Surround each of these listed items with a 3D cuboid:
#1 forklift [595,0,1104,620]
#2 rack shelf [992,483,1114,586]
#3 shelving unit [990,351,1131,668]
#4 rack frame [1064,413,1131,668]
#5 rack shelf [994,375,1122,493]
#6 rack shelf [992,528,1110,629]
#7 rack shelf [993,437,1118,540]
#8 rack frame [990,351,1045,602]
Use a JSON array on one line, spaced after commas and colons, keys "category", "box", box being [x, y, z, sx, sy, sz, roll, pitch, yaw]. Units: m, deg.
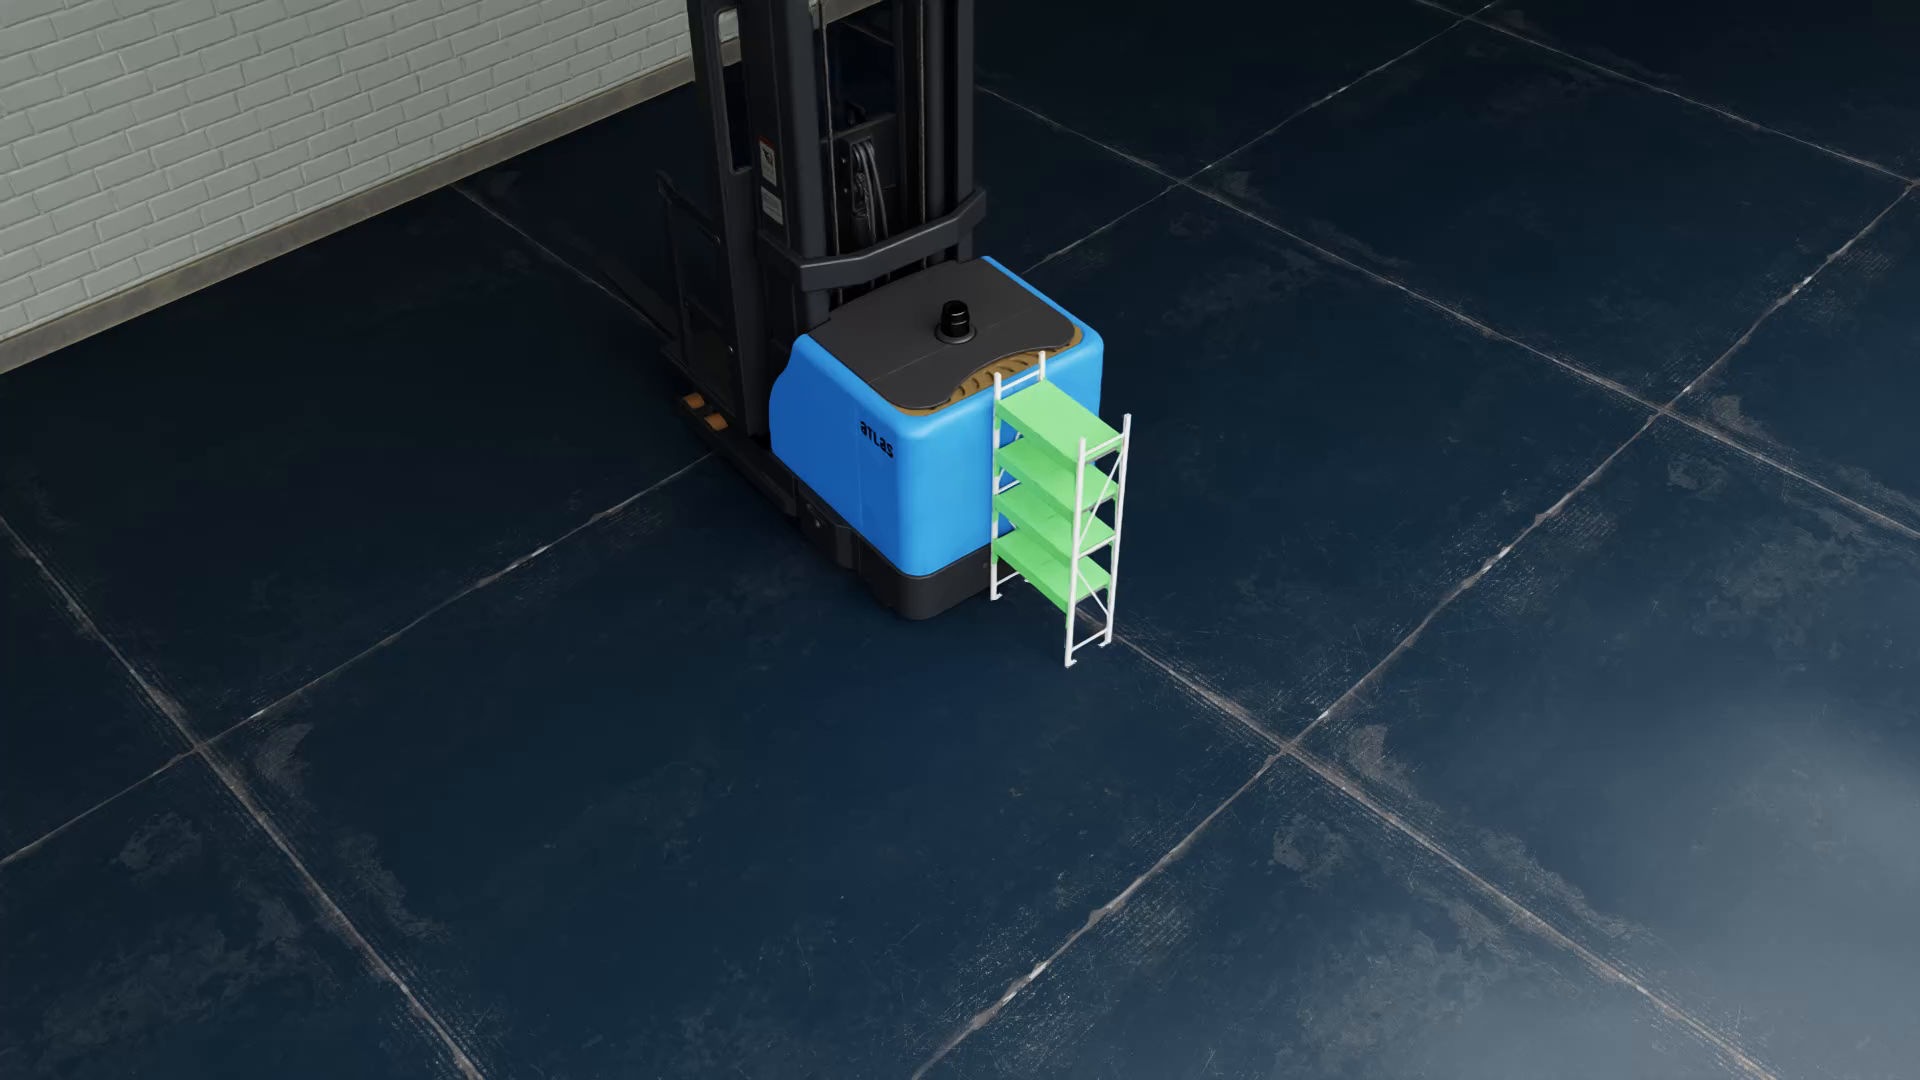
[{"category": "forklift", "box": [-0.702, -1.692, 7.039, 1.130, 2.935, 3.031, -28, 49, -27]}, {"category": "rack shelf", "box": [0.378, -0.054, 6.636, 0.258, 0.148, 0.480, -28, 49, -27]}, {"category": "shelving unit", "box": [0.378, -0.101, 6.593, 0.258, 1.200, 0.503, -28, 49, -27]}, {"category": "rack frame", "box": [0.527, 0.030, 6.451, 0.240, 1.200, 0.015, -28, 49, -27]}, {"category": "rack shelf", "box": [0.378, -0.407, 6.311, 0.258, 0.148, 0.480, -28, 49, -27]}, {"category": "rack shelf", "box": [0.378, 0.122, 6.799, 0.258, 0.148, 0.480, -28, 49, -27]}, {"category": "rack shelf", "box": [0.378, -0.231, 6.474, 0.258, 0.148, 0.480, -28, 49, -27]}, {"category": "rack frame", "box": [0.229, -0.232, 6.735, 0.240, 1.200, 0.015, -28, 49, -27]}]
